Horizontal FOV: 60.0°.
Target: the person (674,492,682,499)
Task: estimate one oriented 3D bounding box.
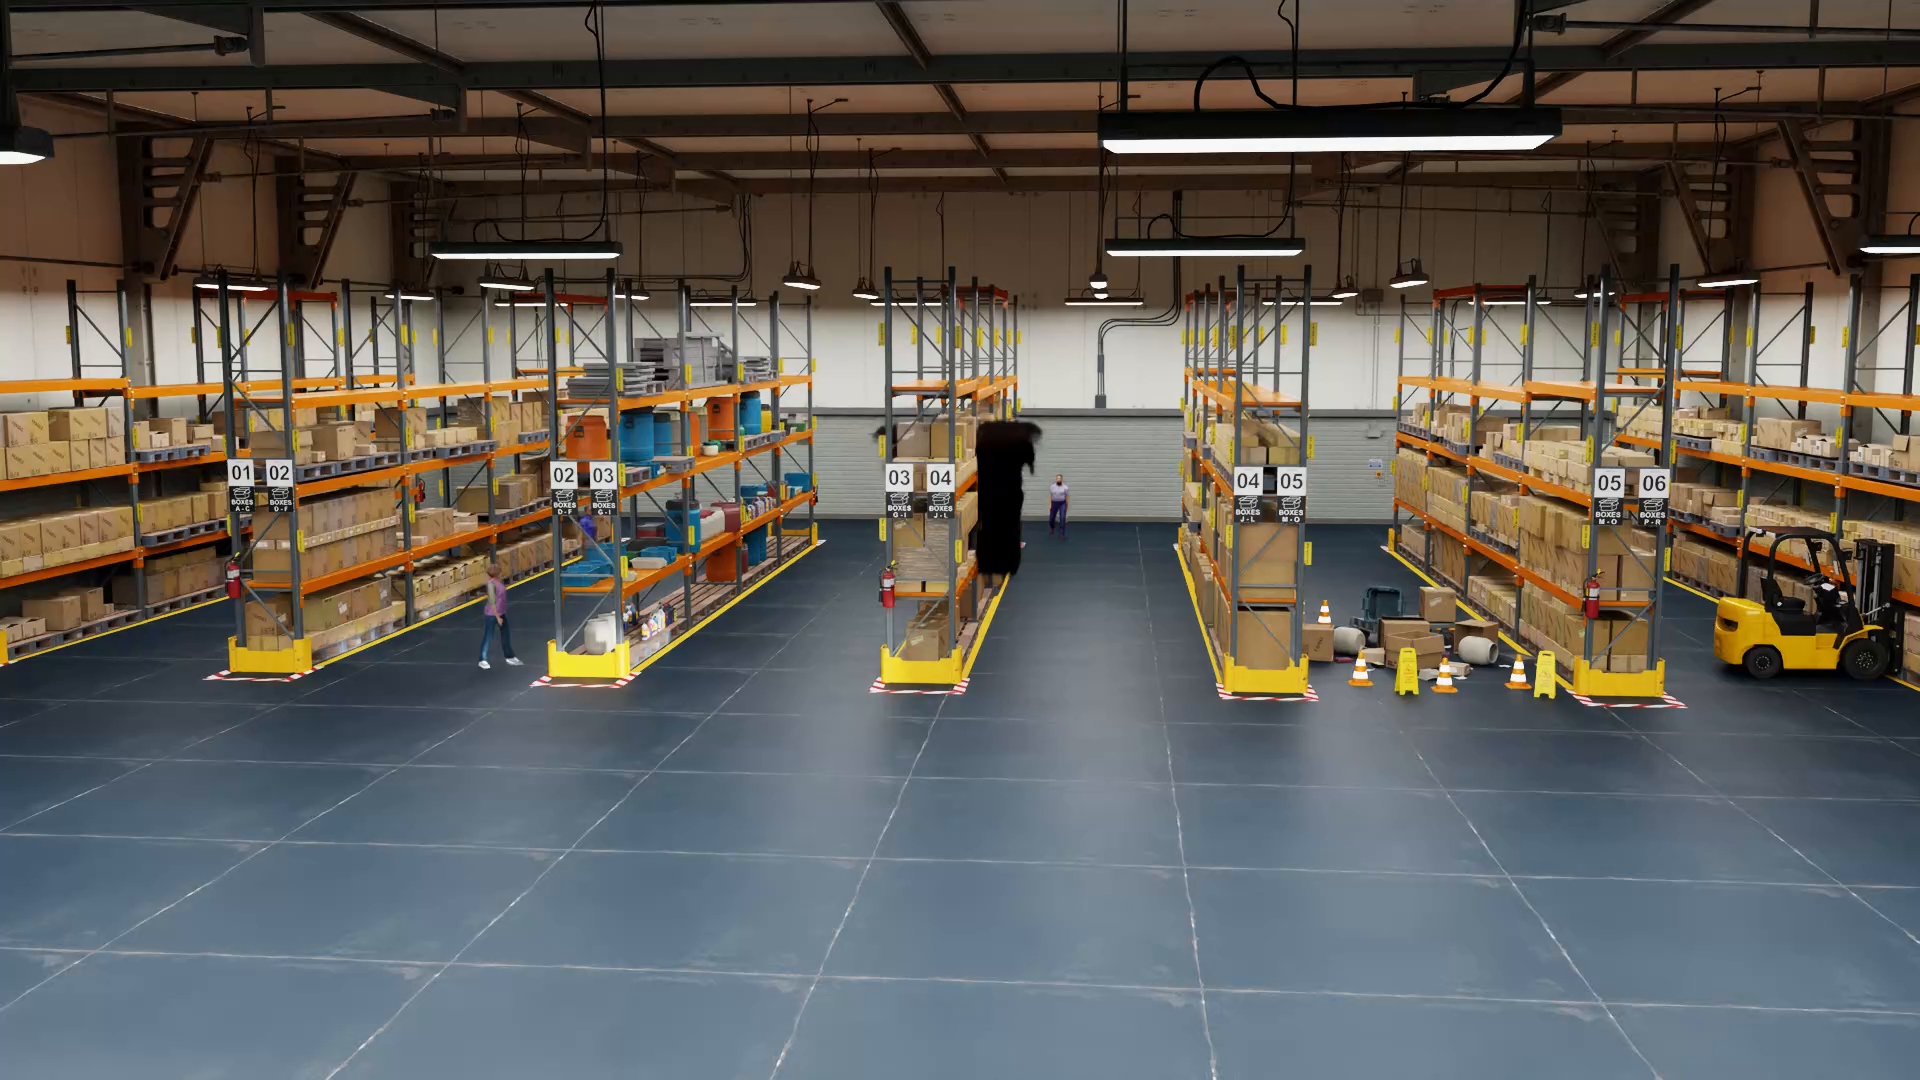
[{"bbox_3d":[-6.137,-0.226,36.306,0.585,1.673,0.822,3,8,26],"label":"person"}]

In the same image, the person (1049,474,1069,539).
[{"bbox_3d":[2.474,-0.854,41.522,0.500,1.617,0.665,0,7,2],"label":"person"}]

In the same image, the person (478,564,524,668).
[{"bbox_3d":[-7.036,1.166,25.318,0.544,1.569,0.556,2,7,14],"label":"person"}]

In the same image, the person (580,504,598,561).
[{"bbox_3d":[-7.430,0.137,33.473,0.355,1.676,0.534,1,7,8],"label":"person"}]
